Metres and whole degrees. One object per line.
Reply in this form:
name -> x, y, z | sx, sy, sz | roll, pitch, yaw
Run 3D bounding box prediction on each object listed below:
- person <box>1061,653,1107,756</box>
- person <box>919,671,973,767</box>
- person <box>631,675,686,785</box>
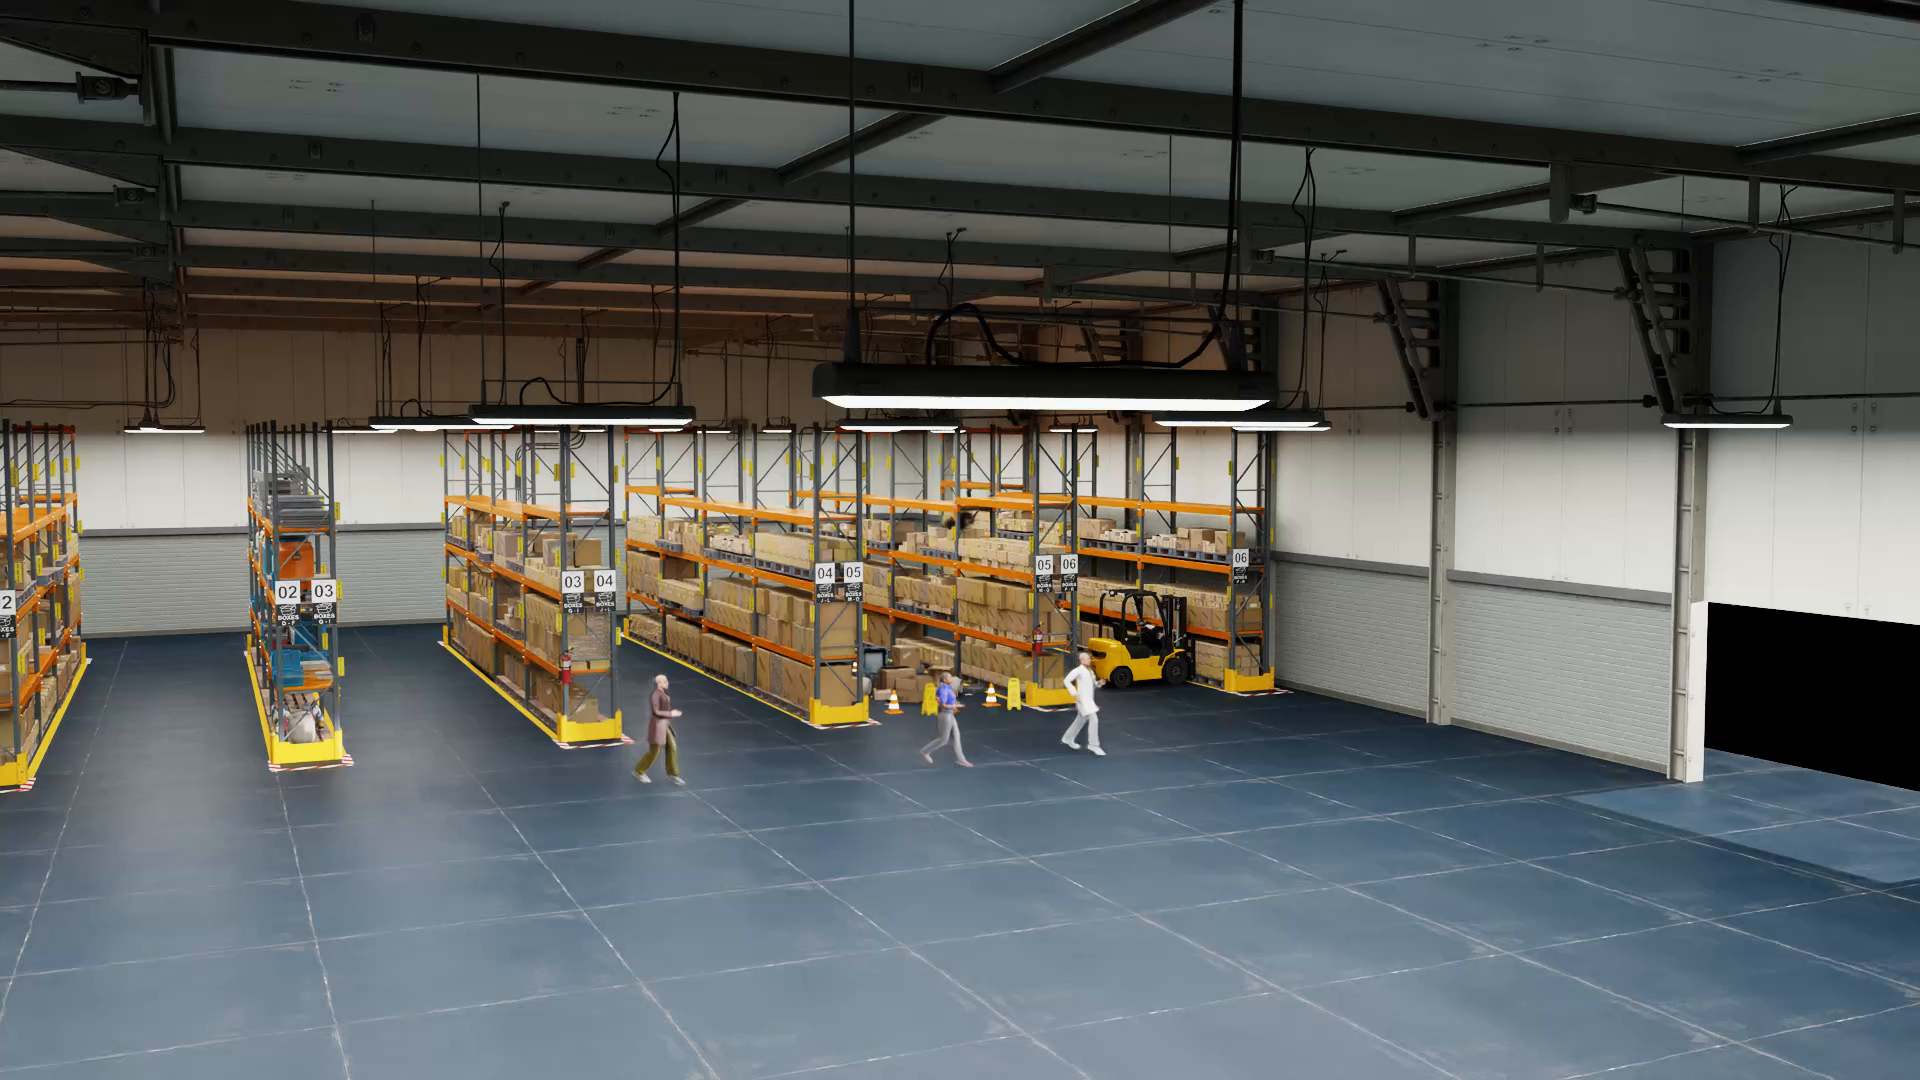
person -> 2.235, 2.946, 30.003 | 0.902, 1.833, 0.680 | 1, 4, 21
person -> -0.243, 3.088, 28.659 | 0.924, 1.657, 0.579 | 0, 4, 8
person -> -4.953, 3.129, 27.292 | 0.887, 1.845, 0.736 | 0, 4, 6
